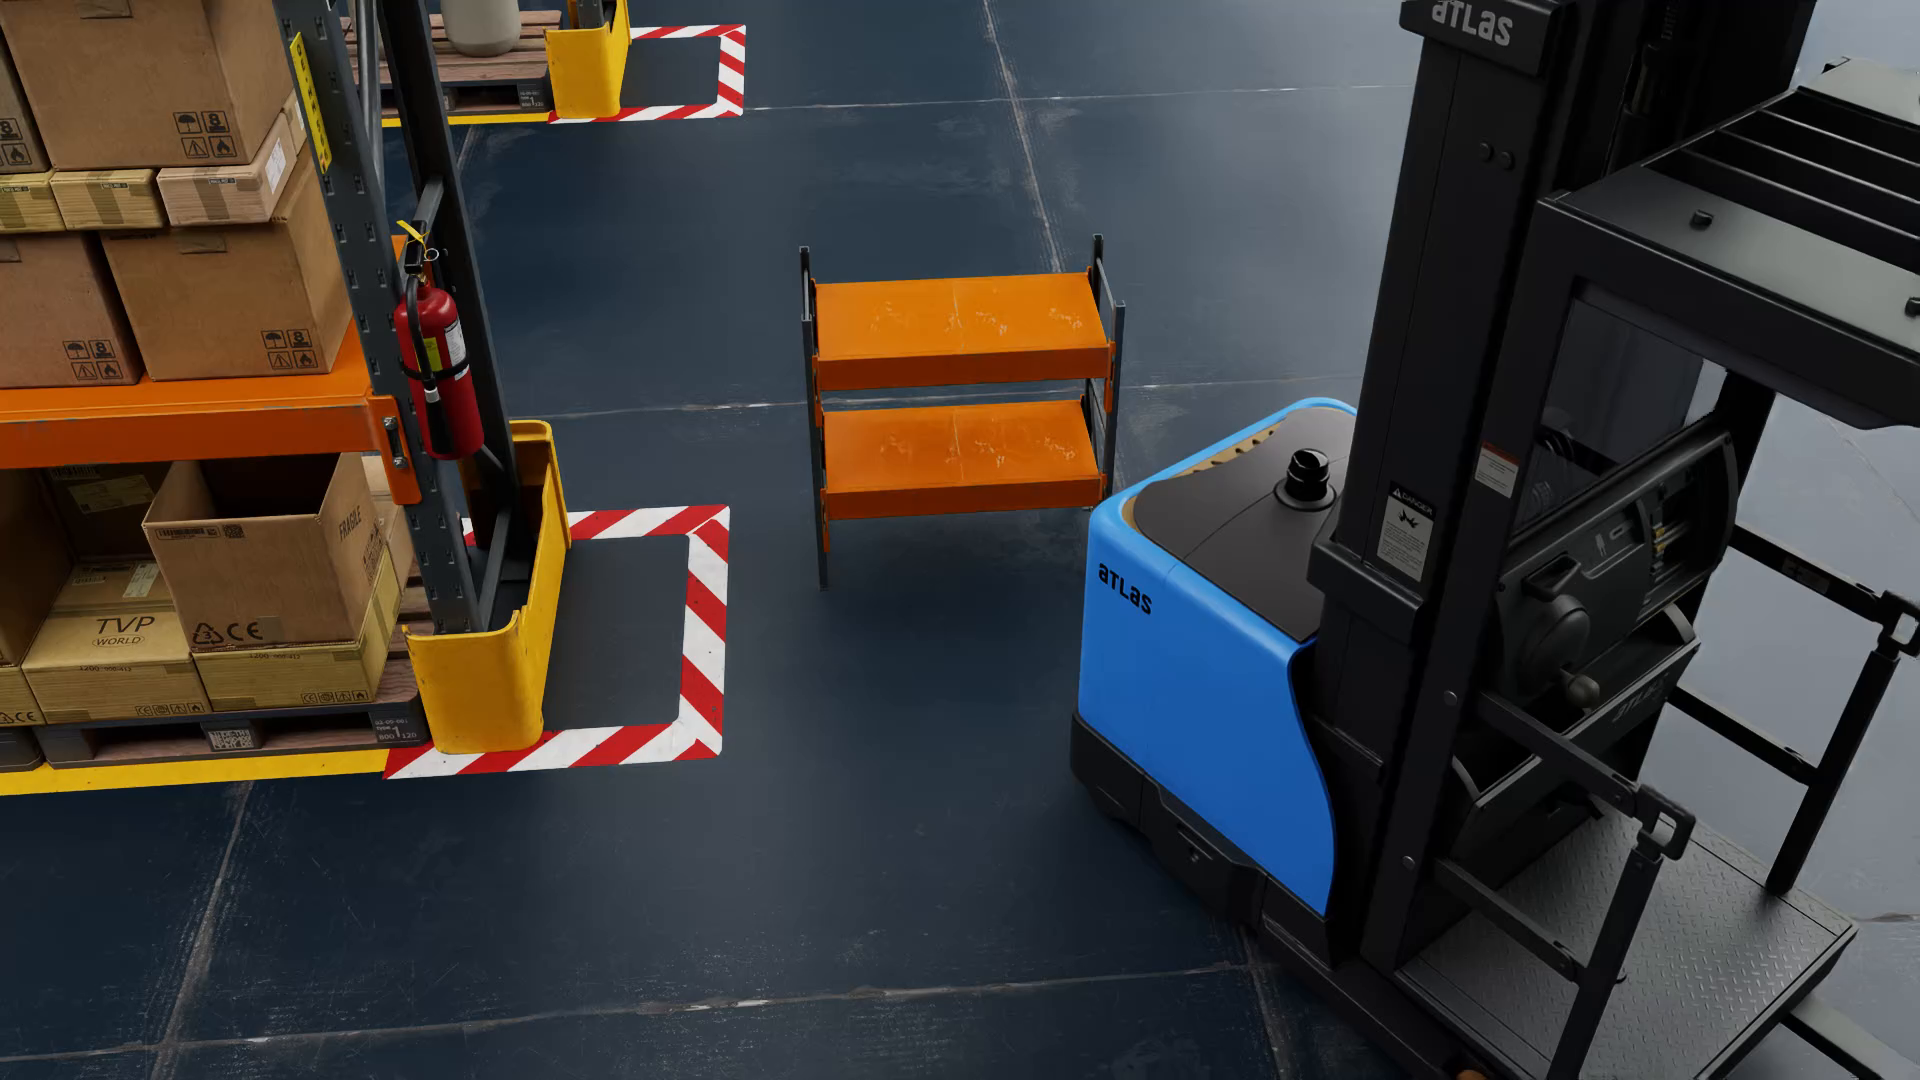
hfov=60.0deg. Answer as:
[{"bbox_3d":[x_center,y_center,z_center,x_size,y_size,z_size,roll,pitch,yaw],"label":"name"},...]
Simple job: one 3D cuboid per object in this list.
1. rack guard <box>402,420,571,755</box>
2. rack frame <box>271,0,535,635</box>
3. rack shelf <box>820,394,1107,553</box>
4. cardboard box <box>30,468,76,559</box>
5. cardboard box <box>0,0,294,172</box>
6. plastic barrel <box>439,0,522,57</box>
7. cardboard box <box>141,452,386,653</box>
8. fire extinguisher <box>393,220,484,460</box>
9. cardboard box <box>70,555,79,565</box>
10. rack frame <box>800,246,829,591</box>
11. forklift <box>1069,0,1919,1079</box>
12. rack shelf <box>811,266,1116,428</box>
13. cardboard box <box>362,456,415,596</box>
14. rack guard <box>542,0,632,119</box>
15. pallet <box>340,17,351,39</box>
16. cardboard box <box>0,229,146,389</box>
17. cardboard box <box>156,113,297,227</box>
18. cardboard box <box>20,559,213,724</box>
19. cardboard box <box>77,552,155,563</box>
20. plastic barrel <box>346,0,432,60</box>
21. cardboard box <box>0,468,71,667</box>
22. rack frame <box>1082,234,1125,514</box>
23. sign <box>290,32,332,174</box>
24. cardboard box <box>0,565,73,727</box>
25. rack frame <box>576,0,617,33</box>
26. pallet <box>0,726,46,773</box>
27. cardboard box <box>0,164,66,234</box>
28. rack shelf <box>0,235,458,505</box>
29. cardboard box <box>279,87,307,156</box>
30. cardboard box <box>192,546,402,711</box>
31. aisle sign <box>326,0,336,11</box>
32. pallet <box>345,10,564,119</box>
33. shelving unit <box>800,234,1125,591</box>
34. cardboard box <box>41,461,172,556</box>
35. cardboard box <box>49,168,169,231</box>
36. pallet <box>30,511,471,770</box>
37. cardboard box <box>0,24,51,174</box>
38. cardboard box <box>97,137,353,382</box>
[{"bbox_3d":[-1.588,0.131,5.681,0.348,0.500,1.175,-3,38,-4],"label":"rack guard"},{"bbox_3d":[-1.612,-0.849,4.905,0.127,3.000,1.000,-3,38,-4],"label":"rack frame"},{"bbox_3d":[-0.007,-0.249,6.053,1.000,0.278,0.538,-3,38,-4],"label":"rack shelf"},{"bbox_3d":[-3.160,-0.273,5.450,0.500,0.500,0.500,-3,38,-4],"label":"cardboard box"},{"bbox_3d":[-2.130,-1.377,4.446,0.500,0.500,0.700,-3,38,-4],"label":"cardboard box"},{"bbox_3d":[-2.695,-3.011,9.313,0.421,0.512,0.421,0,38,0],"label":"plastic barrel"},{"bbox_3d":[-2.119,-0.016,5.124,0.500,0.500,0.500,-3,38,-4],"label":"cardboard box"},{"bbox_3d":[-1.453,-0.539,4.574,0.183,0.674,0.296,-3,38,-4],"label":"fire extinguisher"},{"bbox_3d":[-3.161,0.014,5.691,0.500,0.250,0.500,-3,38,-4],"label":"cardboard box"},{"bbox_3d":[-0.513,-0.413,5.866,0.032,1.125,0.500,-3,38,-4],"label":"rack frame"},{"bbox_3d":[1.659,0.127,3.723,1.130,2.935,3.031,-26,45,-29],"label":"forklift"},{"bbox_3d":[-0.007,-0.671,5.720,1.000,0.278,0.538,-3,38,-4],"label":"rack shelf"},{"bbox_3d":[-2.165,-0.042,5.763,0.500,0.250,0.500,-3,38,-4],"label":"cardboard box"},{"bbox_3d":[-2.118,-2.891,9.511,0.348,0.500,1.175,-3,38,-4],"label":"rack guard"},{"bbox_3d":[-4.140,-2.671,9.465,1.213,0.211,1.003,-3,38,-4],"label":"pallet"},{"bbox_3d":[-2.600,-0.839,4.811,0.500,0.500,0.700,-2,38,-3],"label":"cardboard box"},{"bbox_3d":[-1.975,-1.005,4.497,0.250,0.149,0.380,-4,38,-5],"label":"cardboard box"},{"bbox_3d":[-2.617,0.312,5.314,0.500,0.250,0.500,-3,38,-4],"label":"cardboard box"},{"bbox_3d":[-2.663,-0.013,5.725,0.500,0.250,0.500,-3,38,-4],"label":"cardboard box"},{"bbox_3d":[-3.195,-2.983,9.278,0.421,0.512,0.421,0,38,0],"label":"plastic barrel"},{"bbox_3d":[-3.114,0.048,5.043,0.500,0.500,0.500,-3,38,-4],"label":"cardboard box"},{"bbox_3d":[0.500,-0.469,5.936,0.032,1.125,0.500,-3,38,-4],"label":"rack frame"},{"bbox_3d":[-1.577,-1.061,4.047,0.005,0.325,0.100,-3,38,-4],"label":"sign"},{"bbox_3d":[-3.114,0.340,5.278,0.500,0.250,0.500,-3,38,-4],"label":"cardboard box"},{"bbox_3d":[-2.047,-3.906,8.778,0.127,3.000,1.000,-3,38,-4],"label":"rack frame"},{"bbox_3d":[-3.582,0.378,5.600,1.213,0.211,1.003,-3,38,-4],"label":"pallet"},{"bbox_3d":[-2.491,-0.975,4.460,0.250,0.149,0.380,-4,38,-5],"label":"cardboard box"},{"bbox_3d":[-3.604,-0.457,4.988,4.000,0.370,1.077,-3,38,-4],"label":"rack shelf"},{"bbox_3d":[-2.022,-1.254,4.814,0.250,0.149,0.380,-3,38,-4],"label":"cardboard box"},{"bbox_3d":[-2.120,0.277,5.358,0.500,0.250,0.500,-3,38,-4],"label":"cardboard box"},{"bbox_3d":[-1.520,-1.692,3.874,0.004,0.787,0.394,-3,38,-4],"label":"aisle sign"},{"bbox_3d":[-2.928,-2.736,9.548,1.213,0.211,1.003,-3,38,-4],"label":"pallet"},{"bbox_3d":[-0.007,-0.441,5.901,1.048,1.125,0.538,-3,38,-4],"label":"shelving unit"},{"bbox_3d":[-2.663,-0.308,5.494,0.500,0.500,0.500,-3,38,-4],"label":"cardboard box"},{"bbox_3d":[-2.236,-0.989,4.478,0.250,0.149,0.380,-2,38,-3],"label":"cardboard box"},{"bbox_3d":[-2.370,0.313,5.682,1.213,0.211,1.003,-3,38,-4],"label":"pallet"},{"bbox_3d":[-2.654,-1.345,4.405,0.500,0.500,0.700,-4,38,-5],"label":"cardboard box"},{"bbox_3d":[-2.078,-0.871,4.851,0.500,0.500,0.700,-3,38,-4],"label":"cardboard box"}]
